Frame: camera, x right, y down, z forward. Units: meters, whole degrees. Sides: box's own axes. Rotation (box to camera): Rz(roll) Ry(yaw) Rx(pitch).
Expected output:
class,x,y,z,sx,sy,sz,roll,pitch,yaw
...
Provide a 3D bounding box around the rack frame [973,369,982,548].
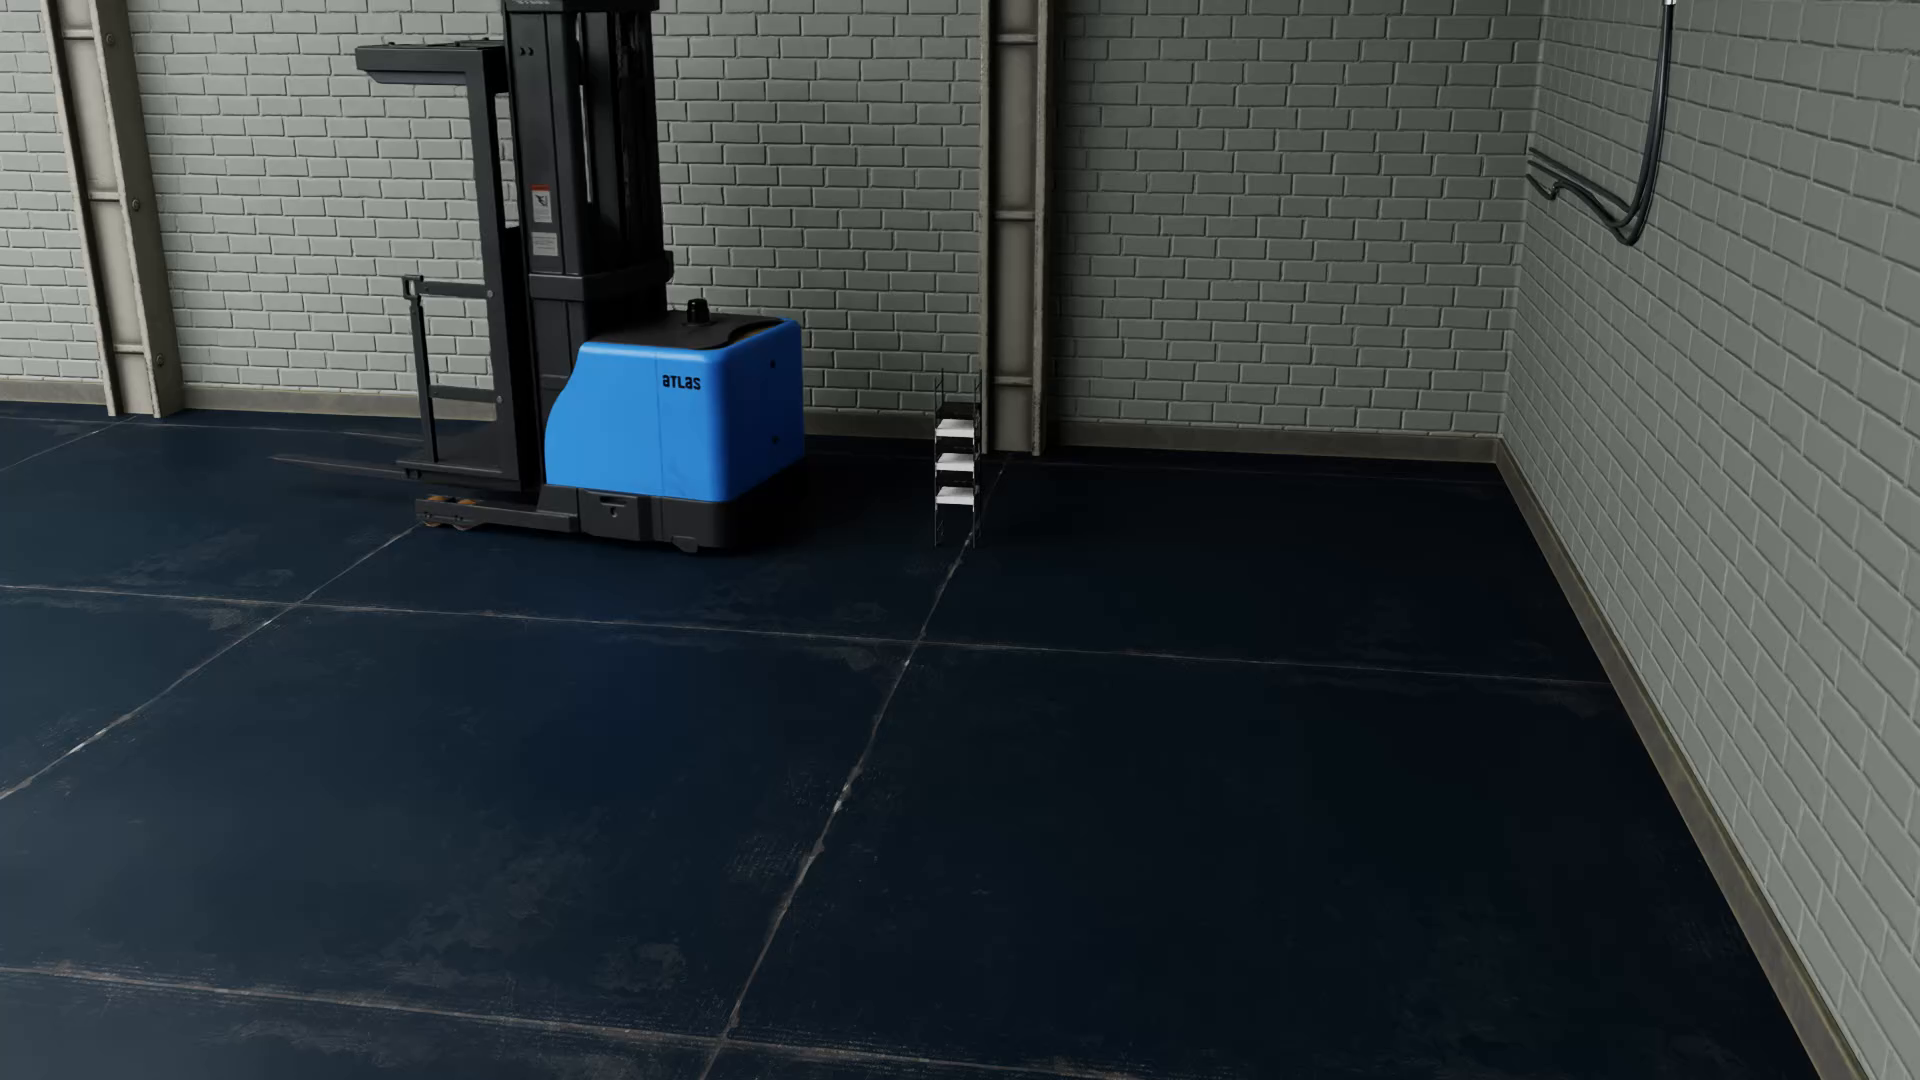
class,x,y,z,sx,sy,sz,roll,pitch,yaw
rack frame,0.092,-0.422,8.646,0.006,0.900,0.240,3,19,9

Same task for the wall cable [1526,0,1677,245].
class,x,y,z,sx,sy,sz,roll,pitch,yaw
wall cable,3.034,-2.816,7.932,0.112,2.526,3.097,3,19,9

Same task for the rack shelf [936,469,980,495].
class,x,y,z,sx,sy,sz,roll,pitch,yaw
rack shelf,-0.008,-0.310,8.701,0.200,0.077,0.258,3,19,9

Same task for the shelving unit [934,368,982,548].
class,x,y,z,sx,sy,sz,roll,pitch,yaw
shelving unit,-0.008,-0.427,8.662,0.210,0.900,0.258,3,19,9

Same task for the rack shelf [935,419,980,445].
class,x,y,z,sx,sy,sz,roll,pitch,yaw
rack shelf,-0.008,-0.566,8.615,0.200,0.077,0.258,3,19,9

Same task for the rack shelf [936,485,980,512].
class,x,y,z,sx,sy,sz,roll,pitch,yaw
rack shelf,-0.008,-0.225,8.729,0.200,0.077,0.258,3,19,9

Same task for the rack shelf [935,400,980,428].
class,x,y,z,sx,sy,sz,roll,pitch,yaw
rack shelf,-0.008,-0.652,8.586,0.200,0.077,0.258,3,19,9

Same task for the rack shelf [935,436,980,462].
class,x,y,z,sx,sy,sz,roll,pitch,yaw
rack shelf,-0.008,-0.481,8.644,0.200,0.077,0.258,3,19,9

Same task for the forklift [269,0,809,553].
class,x,y,z,sx,sy,sz,roll,pitch,yaw
forklift,-2.418,-1.589,8.932,3.031,2.935,1.130,6,20,18

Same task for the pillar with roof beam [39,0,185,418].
class,x,y,z,sx,sy,sz,roll,pitch,yaw
pillar with roof beam,-6.272,-3.805,5.992,0.400,9.000,9.100,3,19,9

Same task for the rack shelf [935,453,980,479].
class,x,y,z,sx,sy,sz,roll,pitch,yaw
rack shelf,-0.008,-0.396,8.672,0.200,0.077,0.258,3,19,9

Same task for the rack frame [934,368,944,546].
class,x,y,z,sx,sy,sz,roll,pitch,yaw
rack frame,-0.108,-0.432,8.677,0.006,0.900,0.240,3,19,9

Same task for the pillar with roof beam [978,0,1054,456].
class,x,y,z,sx,sy,sz,roll,pitch,yaw
pillar with roof beam,-0.348,-3.503,5.090,0.400,9.000,9.100,3,19,9
